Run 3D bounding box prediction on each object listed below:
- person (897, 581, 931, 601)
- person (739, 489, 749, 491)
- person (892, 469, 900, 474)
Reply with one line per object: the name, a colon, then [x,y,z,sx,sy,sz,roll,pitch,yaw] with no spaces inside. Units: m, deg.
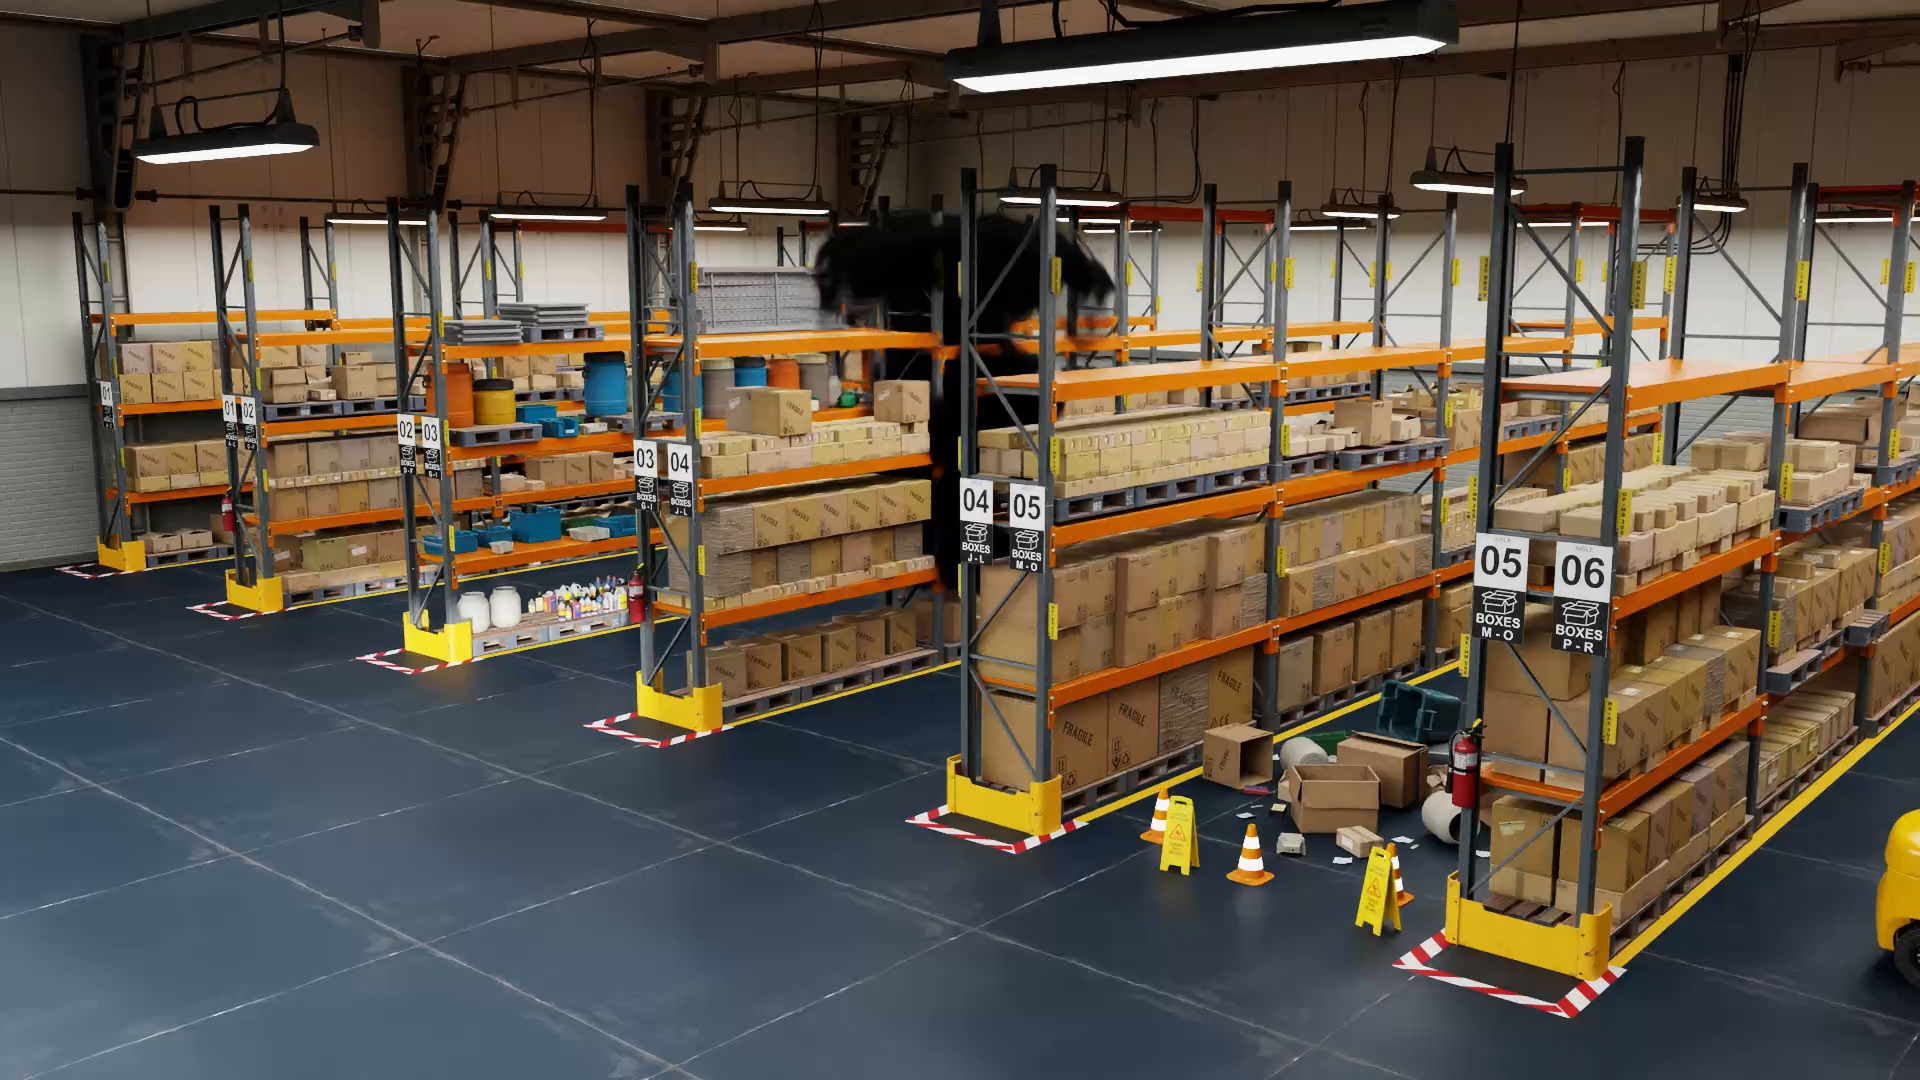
person: [-0.637,-0.003,24.558,0.563,1.738,0.755,5,11,29]
person: [-3.692,-0.455,29.152,0.618,1.629,0.742,9,13,42]
person: [-1.279,-0.738,30.928,0.501,1.617,0.714,8,12,39]
